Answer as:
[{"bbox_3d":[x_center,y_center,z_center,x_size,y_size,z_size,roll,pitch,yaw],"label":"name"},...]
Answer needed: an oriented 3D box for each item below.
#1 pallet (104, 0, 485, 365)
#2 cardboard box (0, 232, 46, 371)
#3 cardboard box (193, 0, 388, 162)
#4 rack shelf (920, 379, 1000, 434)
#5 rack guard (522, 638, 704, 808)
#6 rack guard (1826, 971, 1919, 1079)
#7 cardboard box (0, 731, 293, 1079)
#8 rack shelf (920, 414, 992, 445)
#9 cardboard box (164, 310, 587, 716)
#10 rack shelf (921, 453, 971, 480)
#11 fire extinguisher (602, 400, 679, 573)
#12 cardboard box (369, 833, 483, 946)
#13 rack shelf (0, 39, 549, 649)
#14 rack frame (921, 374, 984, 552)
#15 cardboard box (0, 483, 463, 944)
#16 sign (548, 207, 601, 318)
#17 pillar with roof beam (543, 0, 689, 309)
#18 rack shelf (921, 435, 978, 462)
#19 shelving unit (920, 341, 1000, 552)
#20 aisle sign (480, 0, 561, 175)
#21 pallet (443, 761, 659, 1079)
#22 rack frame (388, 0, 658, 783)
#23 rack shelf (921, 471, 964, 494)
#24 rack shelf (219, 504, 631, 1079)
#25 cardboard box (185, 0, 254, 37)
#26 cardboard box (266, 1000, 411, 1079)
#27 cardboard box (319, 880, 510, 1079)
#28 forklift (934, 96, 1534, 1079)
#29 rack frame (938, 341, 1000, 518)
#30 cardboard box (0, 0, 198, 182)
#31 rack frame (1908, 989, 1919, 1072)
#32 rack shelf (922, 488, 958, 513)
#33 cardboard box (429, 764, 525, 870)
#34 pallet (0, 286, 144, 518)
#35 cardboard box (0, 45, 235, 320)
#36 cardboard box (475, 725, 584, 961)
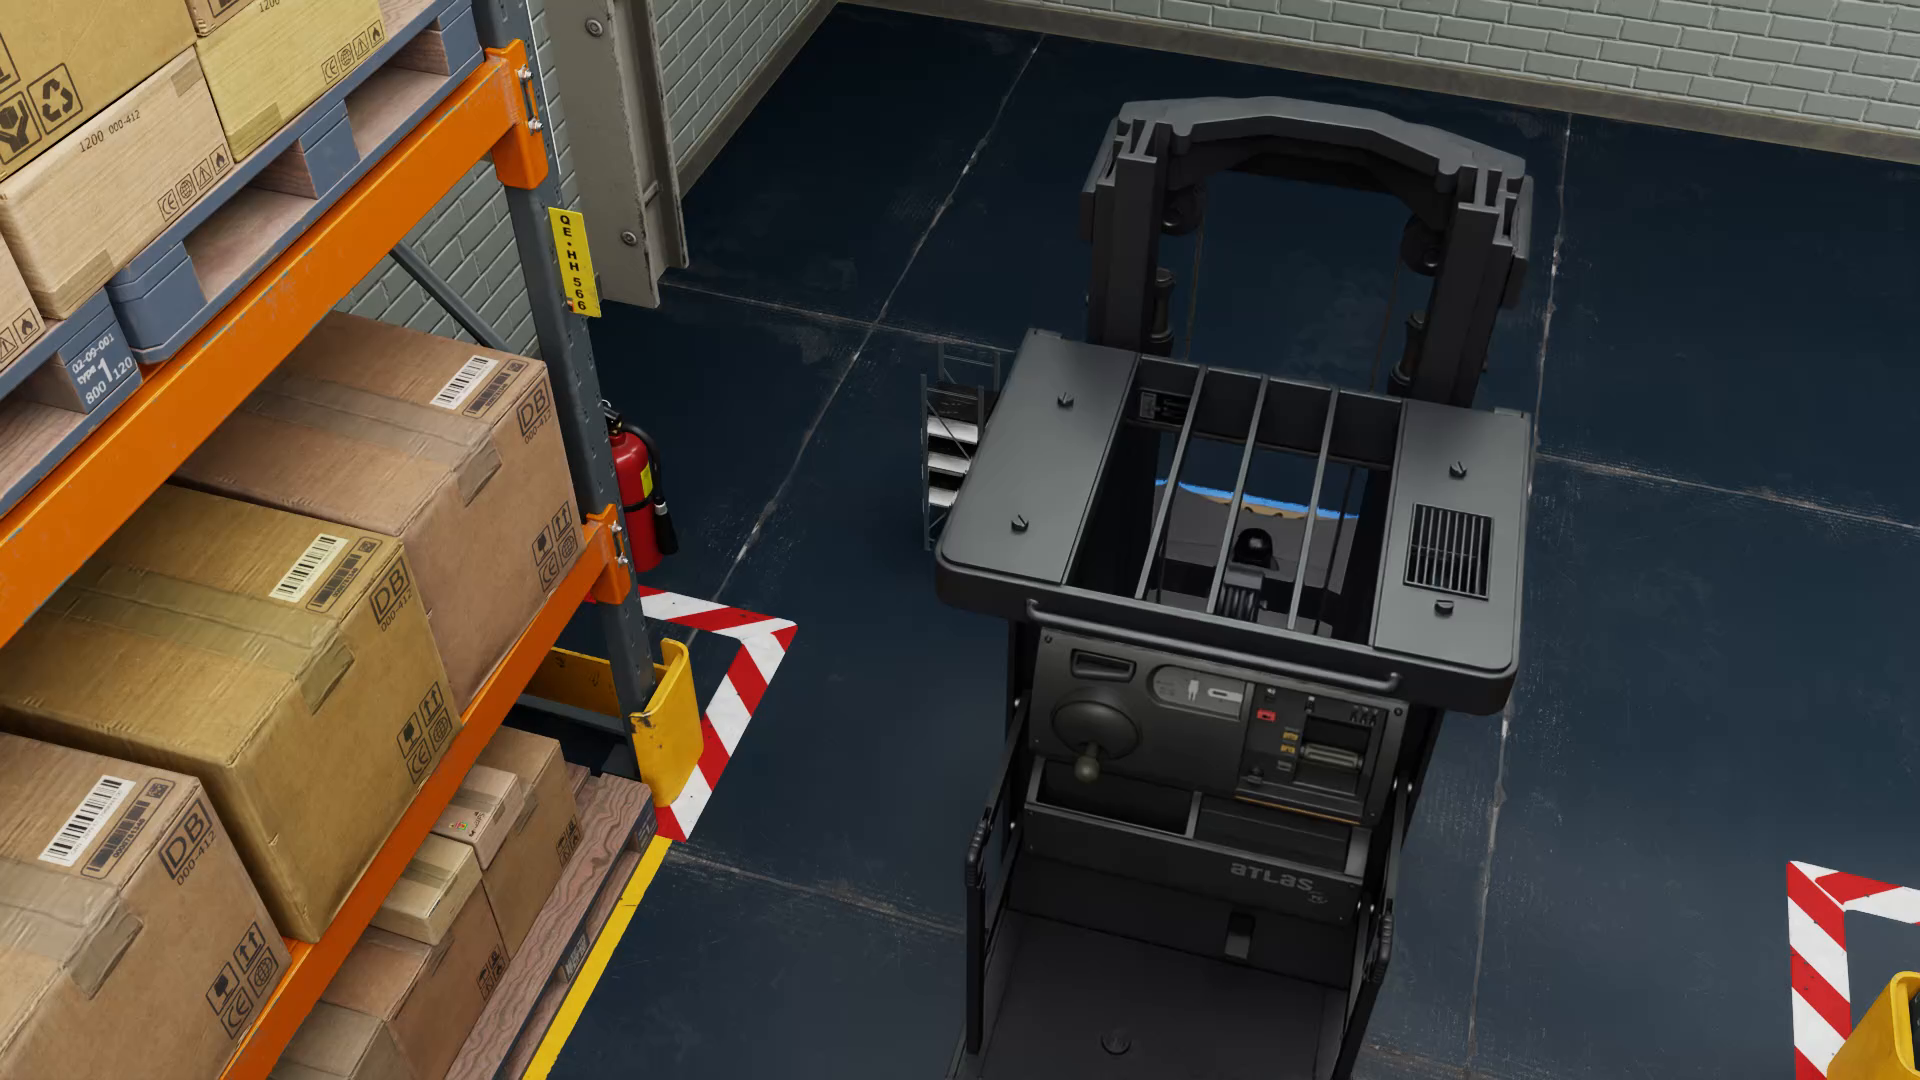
[{"bbox_3d":[-1.736,-0.892,3.435,1.003,0.211,1.213,13,46,13],"label":"pallet"},{"bbox_3d":[-1.800,-0.313,2.516,0.500,0.250,0.500,11,45,11],"label":"cardboard box"},{"bbox_3d":[-1.490,-1.008,3.226,0.500,0.250,0.500,14,46,14],"label":"cardboard box"},{"bbox_3d":[0.002,-0.496,6.275,0.258,0.077,0.200,13,46,13],"label":"rack shelf"},{"bbox_3d":[-1.514,0.529,5.852,1.175,0.500,0.348,13,46,13],"label":"rack guard"},{"bbox_3d":[3.178,1.643,4.714,1.175,0.500,0.348,13,46,13],"label":"rack guard"},{"bbox_3d":[-2.116,0.880,3.491,0.980,0.700,0.700,10,45,11],"label":"cardboard box"},{"bbox_3d":[0.002,-0.432,6.338,0.258,0.077,0.200,13,46,13],"label":"rack shelf"},{"bbox_3d":[-1.666,-0.113,4.507,0.980,0.700,0.700,14,46,14],"label":"cardboard box"},{"bbox_3d":[0.002,-0.303,6.464,0.258,0.077,0.200,13,46,13],"label":"rack shelf"},{"bbox_3d":[-1.036,-0.190,5.121,0.296,0.674,0.183,13,46,13],"label":"fire extinguisher"},{"bbox_3d":[-1.580,0.946,4.662,0.380,0.149,0.250,14,46,14],"label":"cardboard box"},{"bbox_3d":[-2.127,0.170,2.801,1.077,0.370,4.000,13,46,13],"label":"rack shelf"},{"bbox_3d":[-0.028,-0.259,6.372,0.240,0.900,0.006,13,46,13],"label":"rack frame"},{"bbox_3d":[-1.876,0.374,4.009,0.980,0.700,0.700,12,46,12],"label":"cardboard box"},{"bbox_3d":[-1.008,-0.723,4.346,0.100,0.325,0.005,13,46,13],"label":"sign"},{"bbox_3d":[2.575,-3.563,3.958,9.100,9.000,0.400,13,46,13],"label":"pillar with roof beam"},{"bbox_3d":[0.002,-0.368,6.401,0.258,0.077,0.200,13,46,13],"label":"rack shelf"},{"bbox_3d":[0.002,-0.327,6.441,0.258,0.900,0.210,13,46,13],"label":"shelving unit"},{"bbox_3d":[-1.214,-1.262,4.036,0.394,0.787,0.004,13,46,13],"label":"aisle sign"},{"bbox_3d":[-1.689,1.198,5.375,1.003,0.211,1.213,13,46,13],"label":"pallet"},{"bbox_3d":[-1.521,-0.348,4.961,1.000,3.000,0.127,13,46,13],"label":"rack frame"},{"bbox_3d":[0.002,-0.239,6.527,0.258,0.077,0.200,13,46,13],"label":"rack shelf"},{"bbox_3d":[-2.127,1.242,3.850,1.077,0.370,4.000,13,46,13],"label":"rack shelf"},{"bbox_3d":[-1.483,-1.275,2.963,0.500,0.500,0.500,12,46,12],"label":"cardboard box"},{"bbox_3d":[-1.941,1.552,4.506,0.700,0.500,0.500,11,45,11],"label":"cardboard box"},{"bbox_3d":[-1.789,1.216,4.849,0.700,0.500,0.500,12,46,12],"label":"cardboard box"},{"bbox_3d":[0.587,0.572,4.070,1.130,2.935,3.031,11,45,11],"label":"forklift"},{"bbox_3d":[0.033,-0.395,6.510,0.240,0.900,0.006,13,46,13],"label":"rack frame"},{"bbox_3d":[-1.645,-0.944,2.624,0.500,0.500,0.500,14,46,14],"label":"cardboard box"},{"bbox_3d":[3.201,0.699,3.891,1.000,3.000,0.127,13,46,13],"label":"rack frame"},{"bbox_3d":[0.002,-0.175,6.590,0.258,0.077,0.200,13,46,13],"label":"rack shelf"},{"bbox_3d":[-1.503,0.775,4.836,0.380,0.149,0.250,12,46,12],"label":"cardboard box"},{"bbox_3d":[-2.104,-0.076,2.602,1.003,0.211,1.213,13,46,13],"label":"pallet"},{"bbox_3d":[-1.647,-0.661,2.872,0.500,0.250,0.500,11,45,11],"label":"cardboard box"},{"bbox_3d":[-1.638,0.883,5.190,0.700,0.500,0.500,13,46,13],"label":"cardboard box"}]
